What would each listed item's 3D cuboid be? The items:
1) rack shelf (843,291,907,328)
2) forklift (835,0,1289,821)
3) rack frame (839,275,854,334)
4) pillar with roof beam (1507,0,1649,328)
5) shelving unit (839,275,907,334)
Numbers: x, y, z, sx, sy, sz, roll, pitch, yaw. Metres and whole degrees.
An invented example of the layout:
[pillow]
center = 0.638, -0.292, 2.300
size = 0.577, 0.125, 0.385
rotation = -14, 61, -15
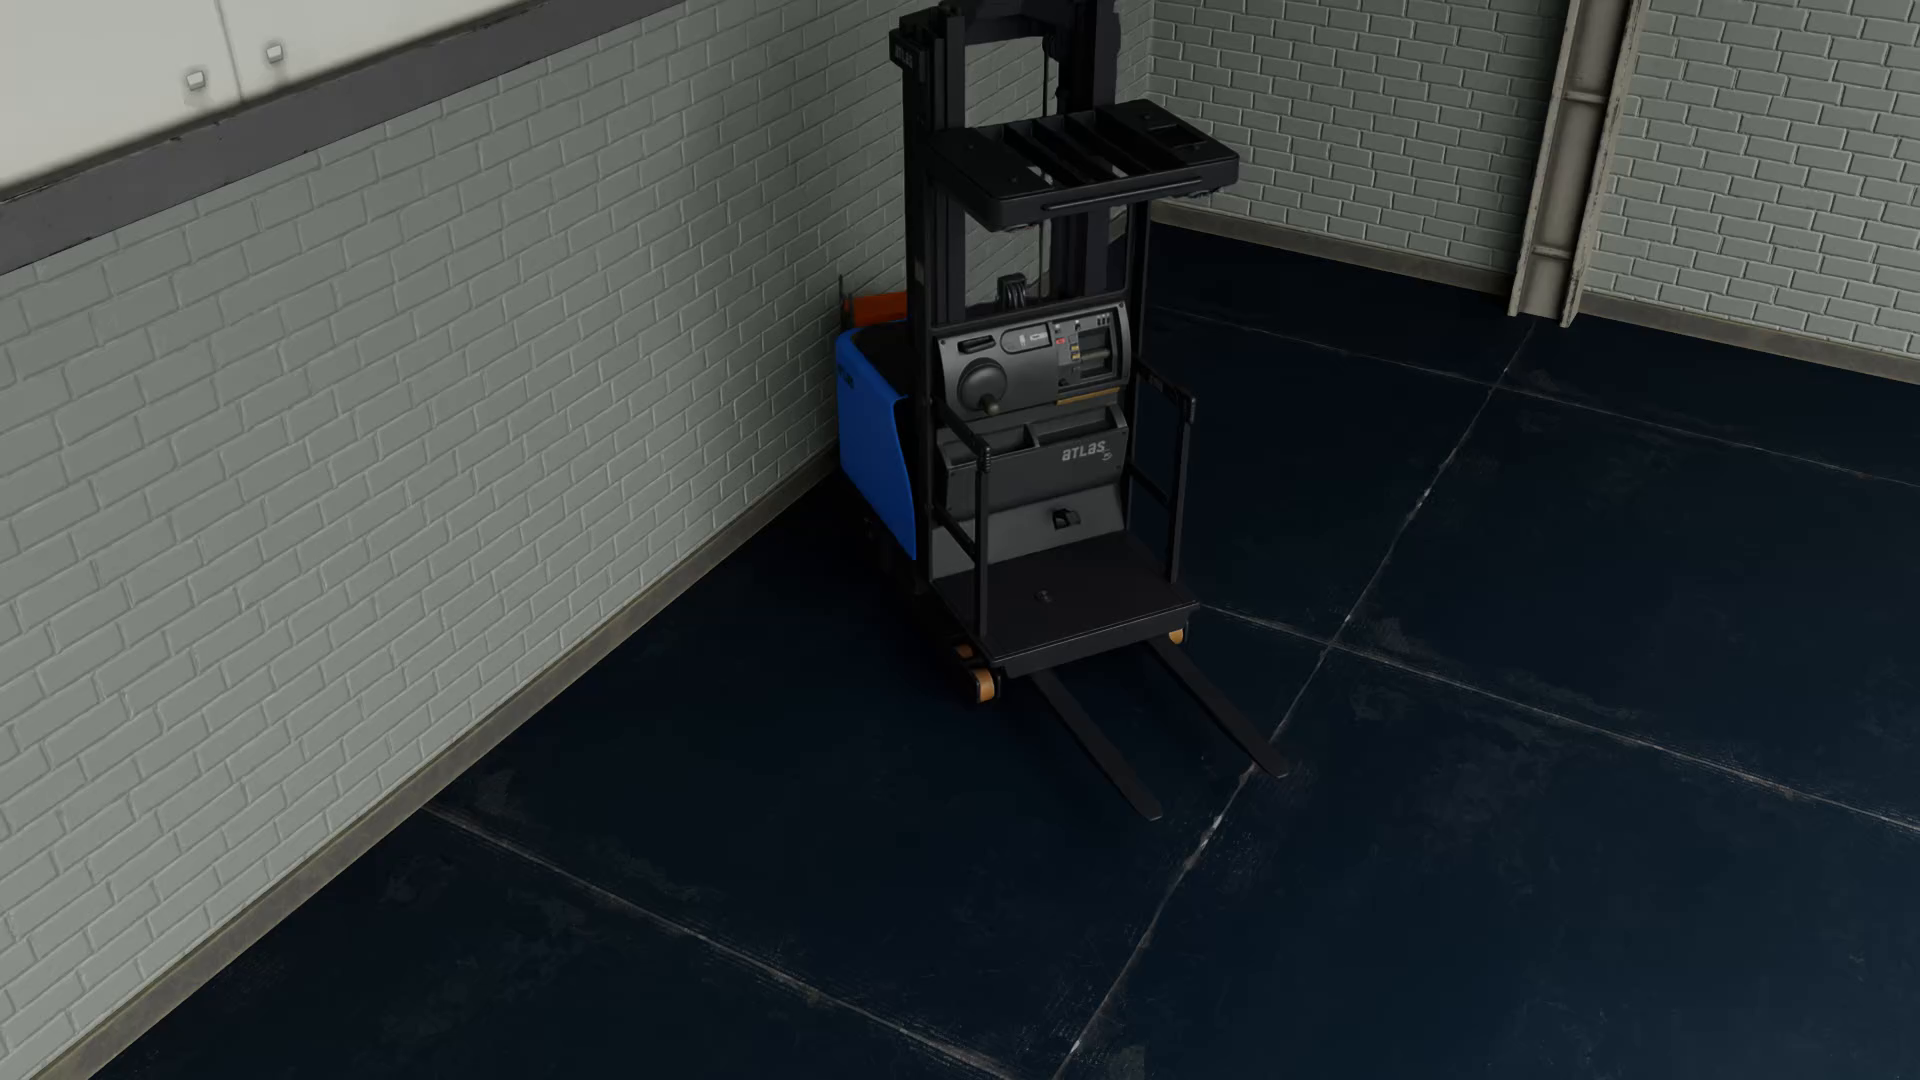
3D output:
[rack shelf]
center = -0.356, -1.188, 8.742
size = 0.480, 0.148, 0.258
rotation = -10, 35, -15
[forklift]
center = 0.429, -0.750, 7.232
size = 1.130, 2.935, 3.031
rotation = -14, 36, -20
[rack frame]
center = -0.588, -0.819, 8.897
size = 0.015, 1.200, 0.240
rotation = -10, 35, -15
[pillar with roof beam]
center = 1.723, -3.183, 5.410
size = 0.400, 9.000, 9.100
rotation = 18, 37, 24
[shelving unit]
center = -0.356, -0.861, 8.960
size = 0.503, 1.200, 0.258
rotation = -10, 35, -15
